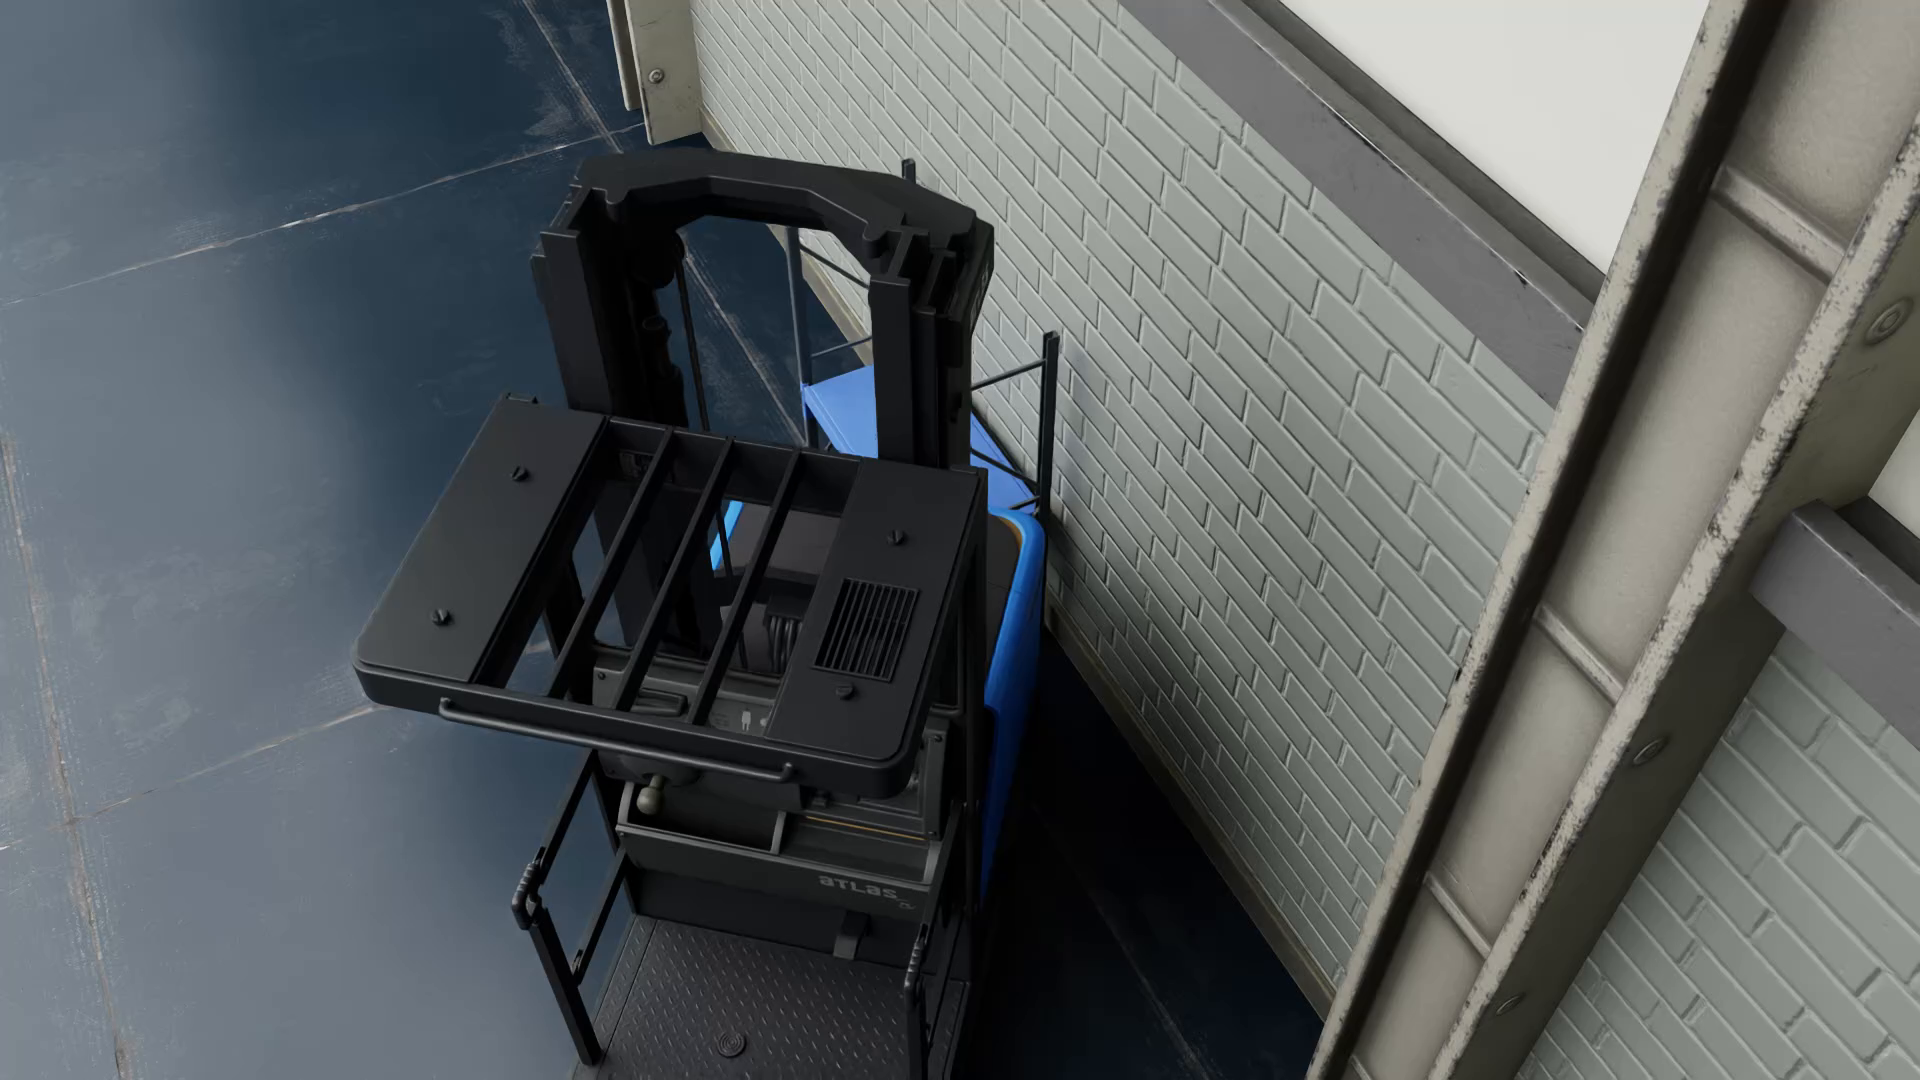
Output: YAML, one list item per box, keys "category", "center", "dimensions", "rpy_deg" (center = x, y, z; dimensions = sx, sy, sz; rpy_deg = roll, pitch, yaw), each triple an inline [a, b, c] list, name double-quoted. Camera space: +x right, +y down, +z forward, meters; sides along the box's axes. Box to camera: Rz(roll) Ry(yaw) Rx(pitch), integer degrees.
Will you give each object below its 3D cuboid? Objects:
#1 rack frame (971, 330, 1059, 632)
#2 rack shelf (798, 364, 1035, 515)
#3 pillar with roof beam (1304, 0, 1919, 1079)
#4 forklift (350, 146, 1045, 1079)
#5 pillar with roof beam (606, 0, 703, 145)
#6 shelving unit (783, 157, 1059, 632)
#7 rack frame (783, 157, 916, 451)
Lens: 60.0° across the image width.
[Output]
- category: "rack frame"
  center: [0.086, -0.070, 5.705]
  dimensions: [0.500, 1.500, 0.032]
  rpy_deg: [-21, 52, -17]
- category: "rack shelf"
  center: [-0.147, -0.291, 6.138]
  dimensions: [0.538, 0.185, 1.000]
  rpy_deg: [-21, 52, -17]
- category: "pillar with roof beam"
  center: [-2.591, 0.364, 0.346]
  dimensions: [9.100, 9.000, 0.400]
  rpy_deg: [-21, 52, -18]
- category: "forklift"
  center: [-0.535, 0.663, 4.115]
  dimensions: [1.130, 2.935, 3.031]
  rpy_deg: [10, 50, 8]
- category: "pillar with roof beam"
  center: [-5.337, -3.652, 3.858]
  dimensions: [9.100, 9.000, 0.400]
  rpy_deg: [-21, 52, -18]
- category: "shelving unit"
  center: [-0.148, -0.410, 6.003]
  dimensions: [0.538, 1.500, 1.048]
  rpy_deg: [-21, 52, -17]
- category: "rack frame"
  center: [-0.381, -0.749, 6.301]
  dimensions: [0.500, 1.500, 0.032]
  rpy_deg: [-21, 52, -17]
